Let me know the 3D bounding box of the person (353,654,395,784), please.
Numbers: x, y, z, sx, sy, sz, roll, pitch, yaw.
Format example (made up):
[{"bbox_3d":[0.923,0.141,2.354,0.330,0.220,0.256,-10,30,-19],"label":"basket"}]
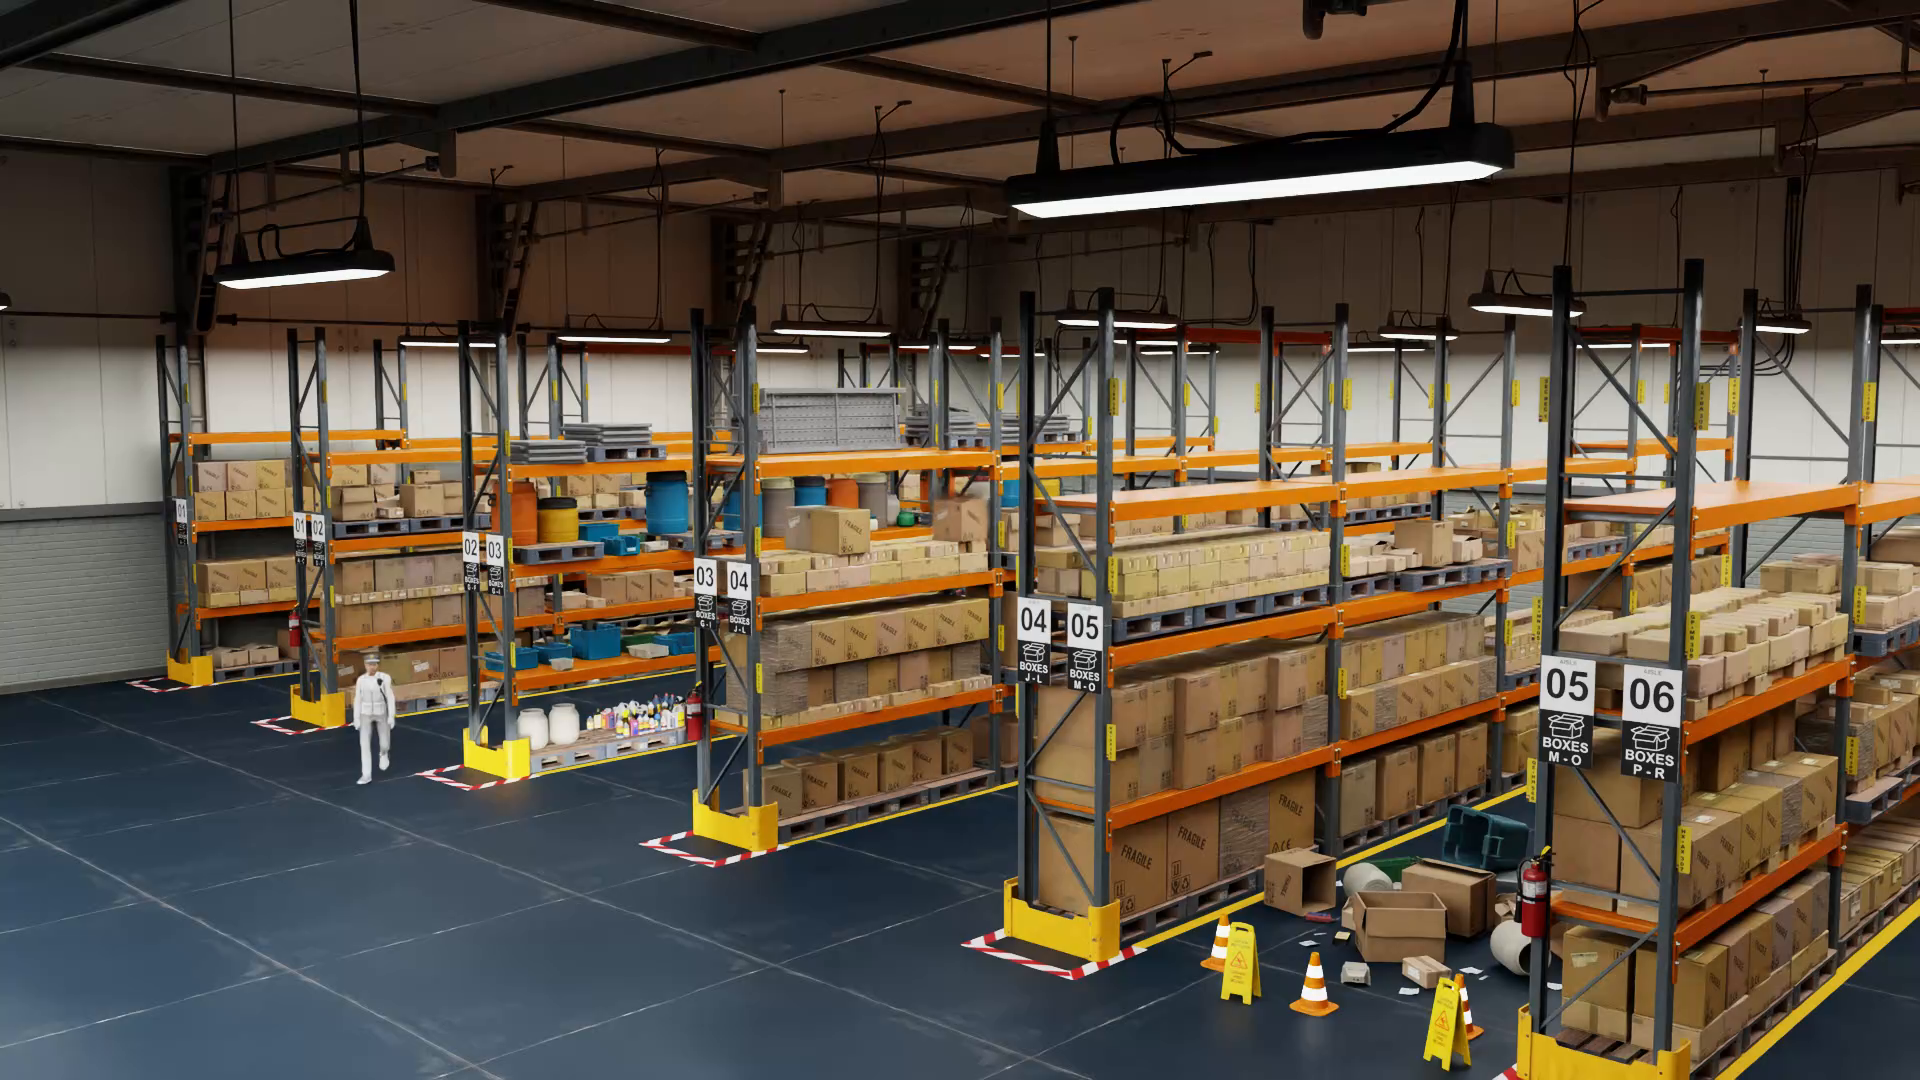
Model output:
[{"bbox_3d":[-7.643,2.289,21.698,0.538,1.656,0.775,-1,5,-8],"label":"person"}]

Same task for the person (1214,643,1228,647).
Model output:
[{"bbox_3d":[3.583,2.192,23.122,0.393,1.708,0.492,-1,6,-15],"label":"person"}]
